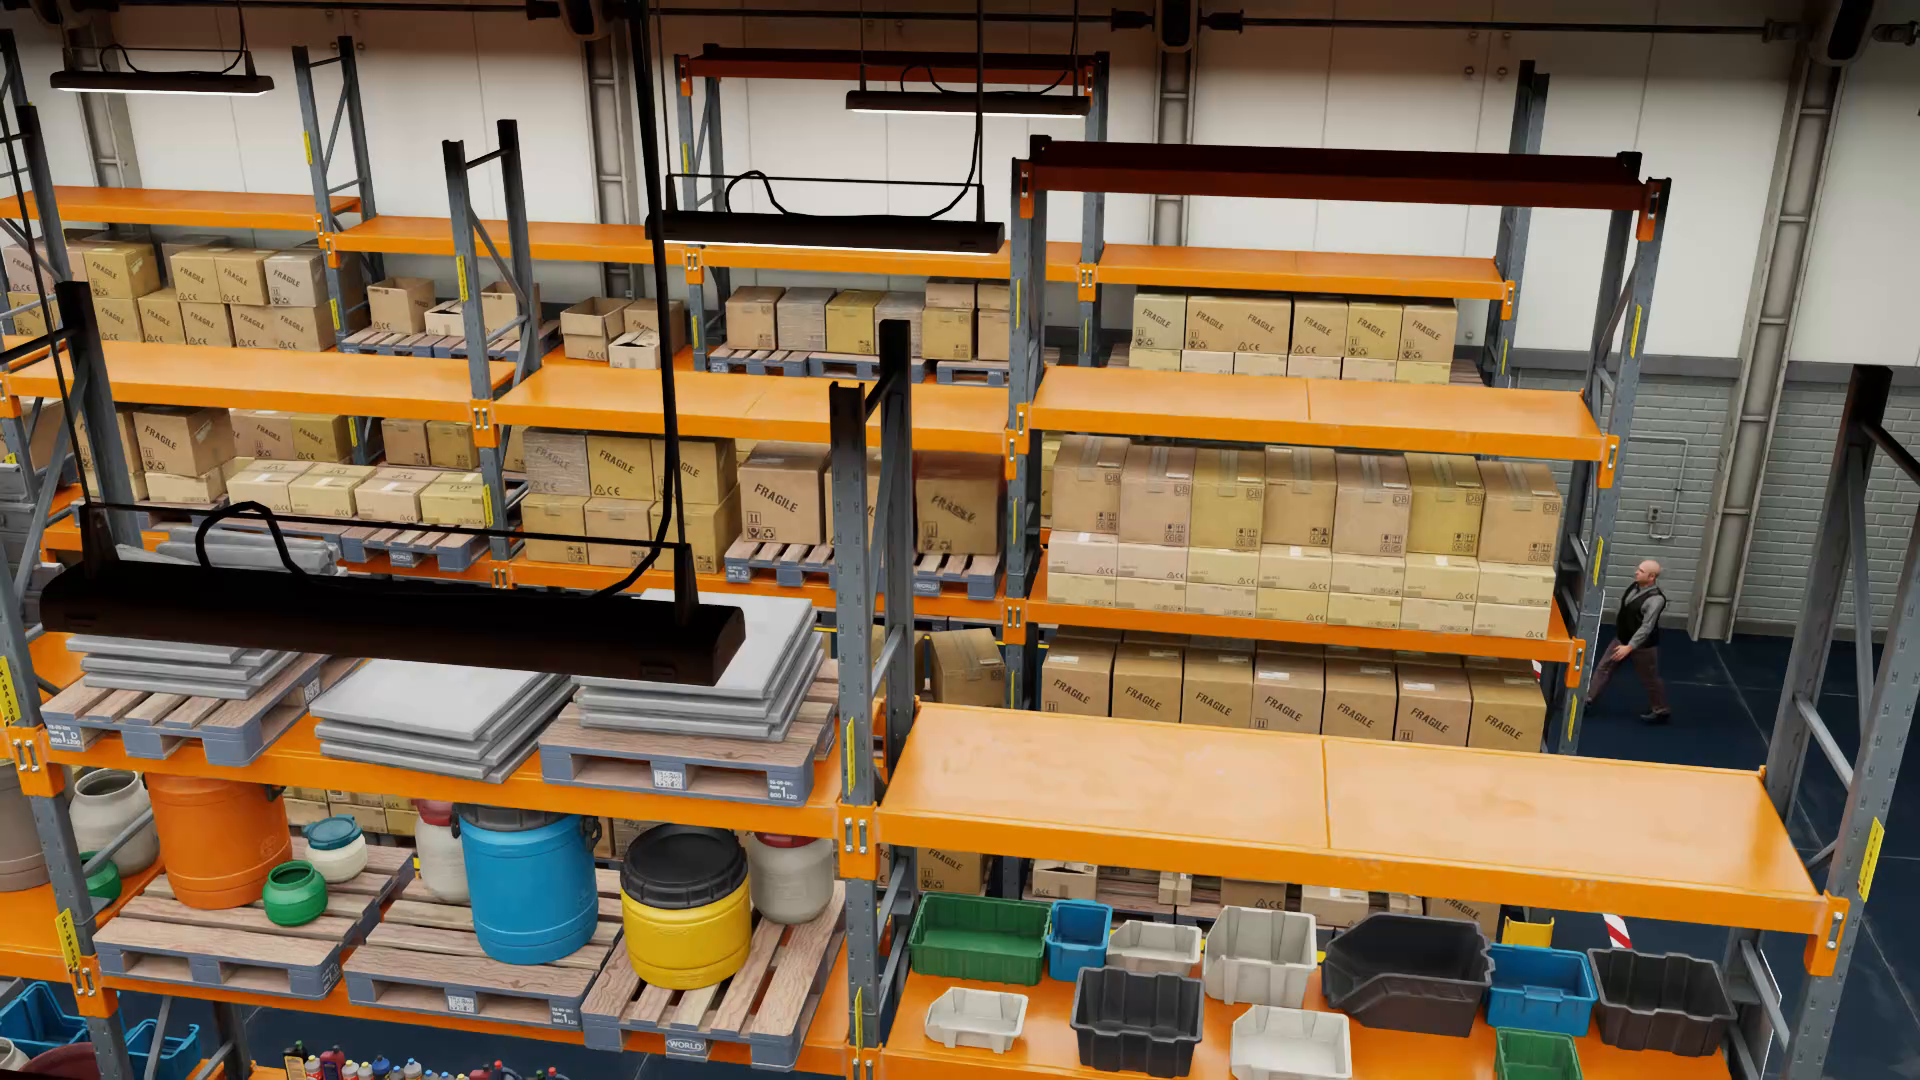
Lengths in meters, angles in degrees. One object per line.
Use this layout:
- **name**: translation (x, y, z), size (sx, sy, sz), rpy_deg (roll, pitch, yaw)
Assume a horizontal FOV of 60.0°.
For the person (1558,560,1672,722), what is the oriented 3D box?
- **person**: translation (6.382, 0.962, 15.879), size (1.042, 1.652, 0.574), rpy_deg (-1, 23, -3)
